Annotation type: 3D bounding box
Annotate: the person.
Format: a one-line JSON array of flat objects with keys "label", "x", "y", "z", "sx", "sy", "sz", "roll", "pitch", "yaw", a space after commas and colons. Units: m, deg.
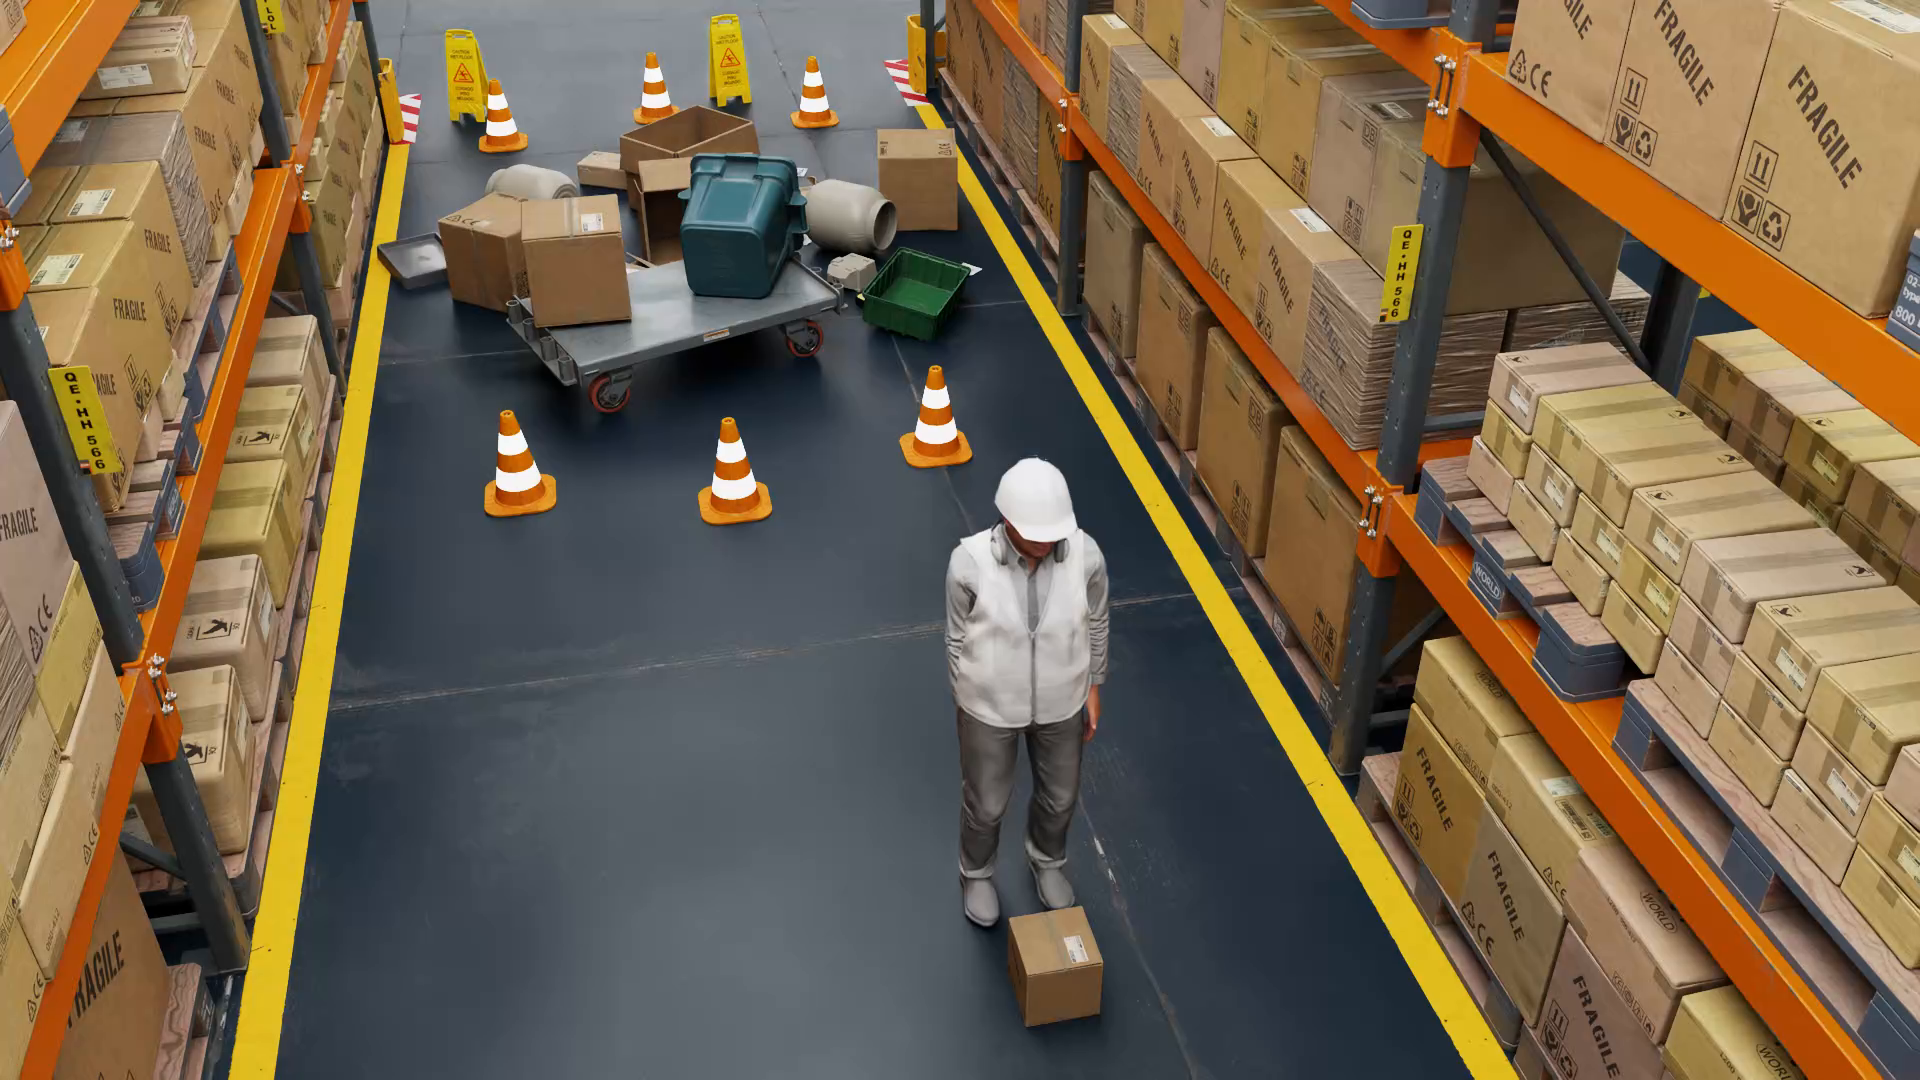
[{"label": "person", "x": 0.219, "y": 0.501, "z": 5.391, "sx": 0.534, "sy": 1.764, "sz": 0.357, "roll": -7, "pitch": 35, "yaw": -10}]
